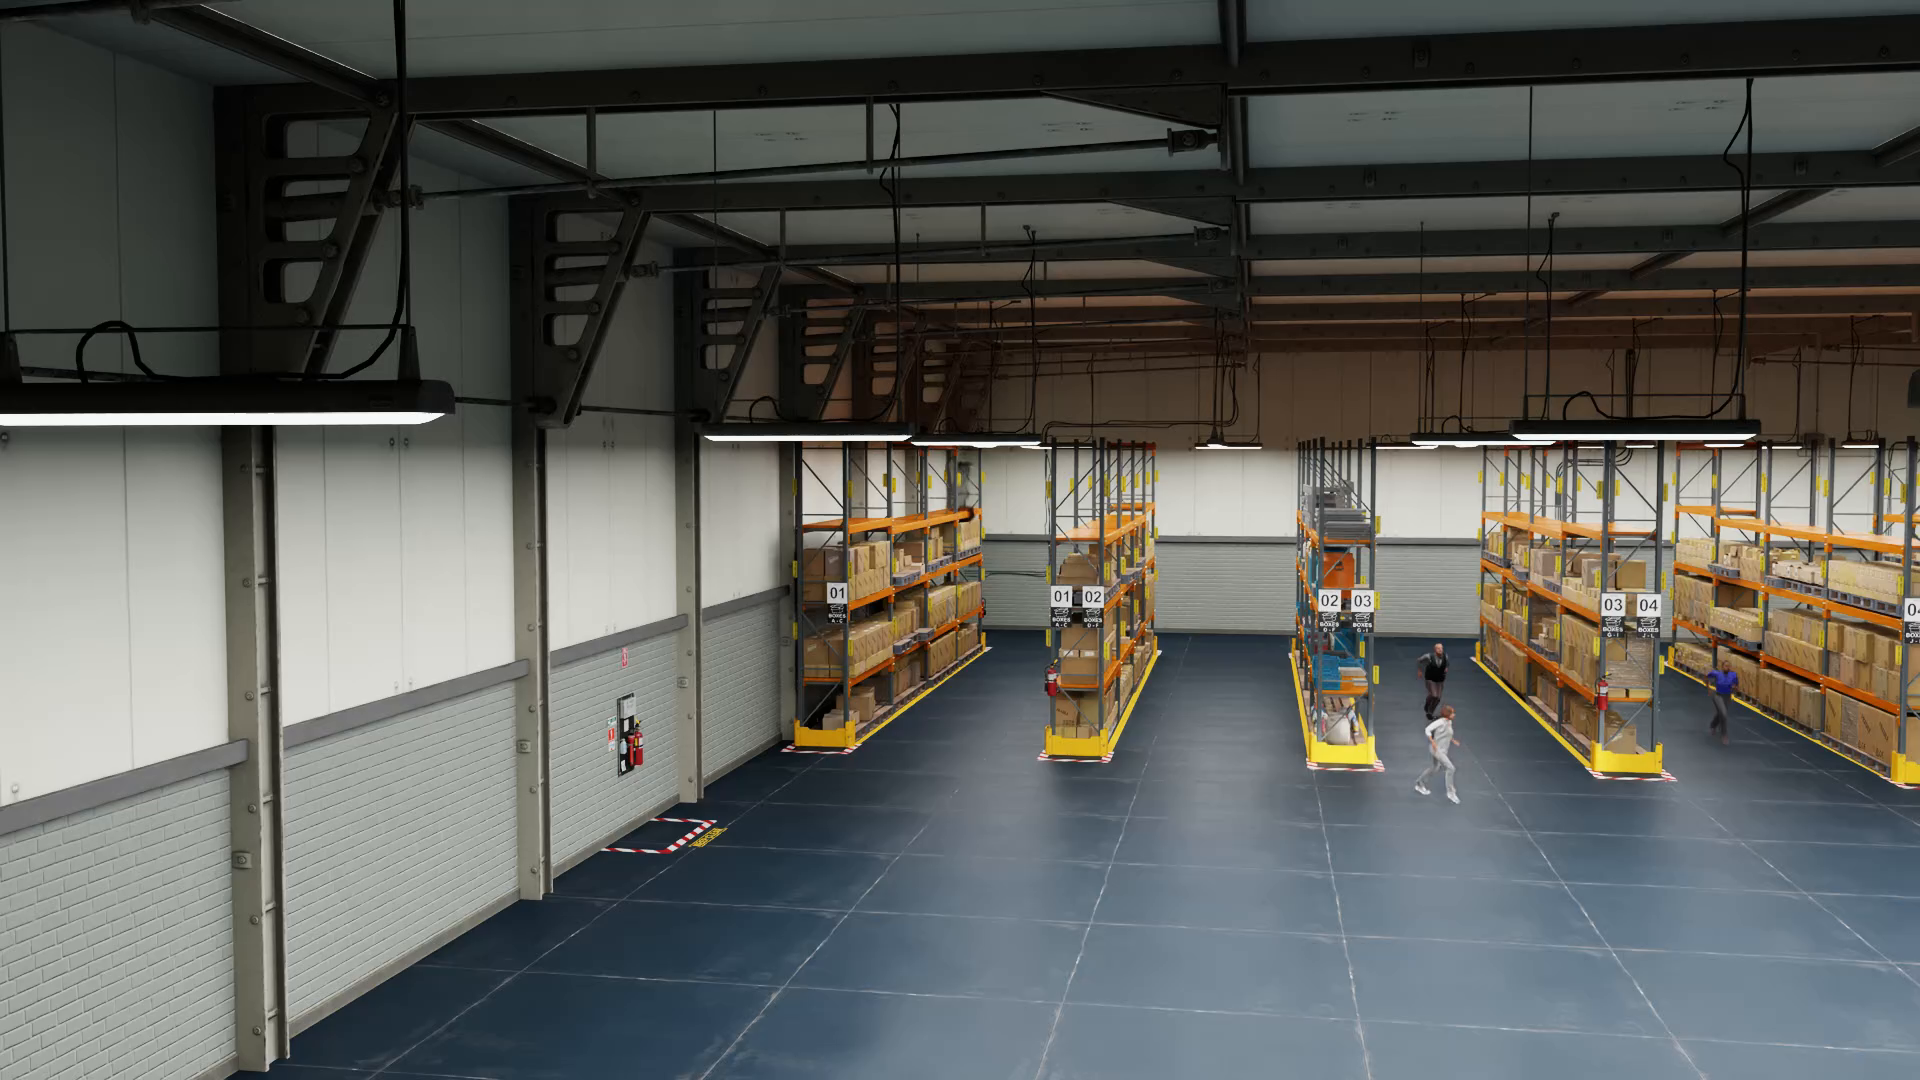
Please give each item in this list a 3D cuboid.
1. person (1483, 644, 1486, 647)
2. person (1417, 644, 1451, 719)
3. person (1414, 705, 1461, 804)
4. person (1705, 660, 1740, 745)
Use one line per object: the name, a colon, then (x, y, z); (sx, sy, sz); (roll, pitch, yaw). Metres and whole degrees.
person: (14.911, 2.461, 46.602); (0.652, 1.608, 0.603); (0, 3, -4)
person: (10.146, 3.025, 35.488); (0.645, 1.647, 0.735); (0, 3, -9)
person: (7.836, 3.505, 27.283); (0.841, 1.557, 0.566); (2, 4, 38)
person: (15.070, 3.179, 32.943); (0.576, 1.667, 0.947); (0, 3, -1)
